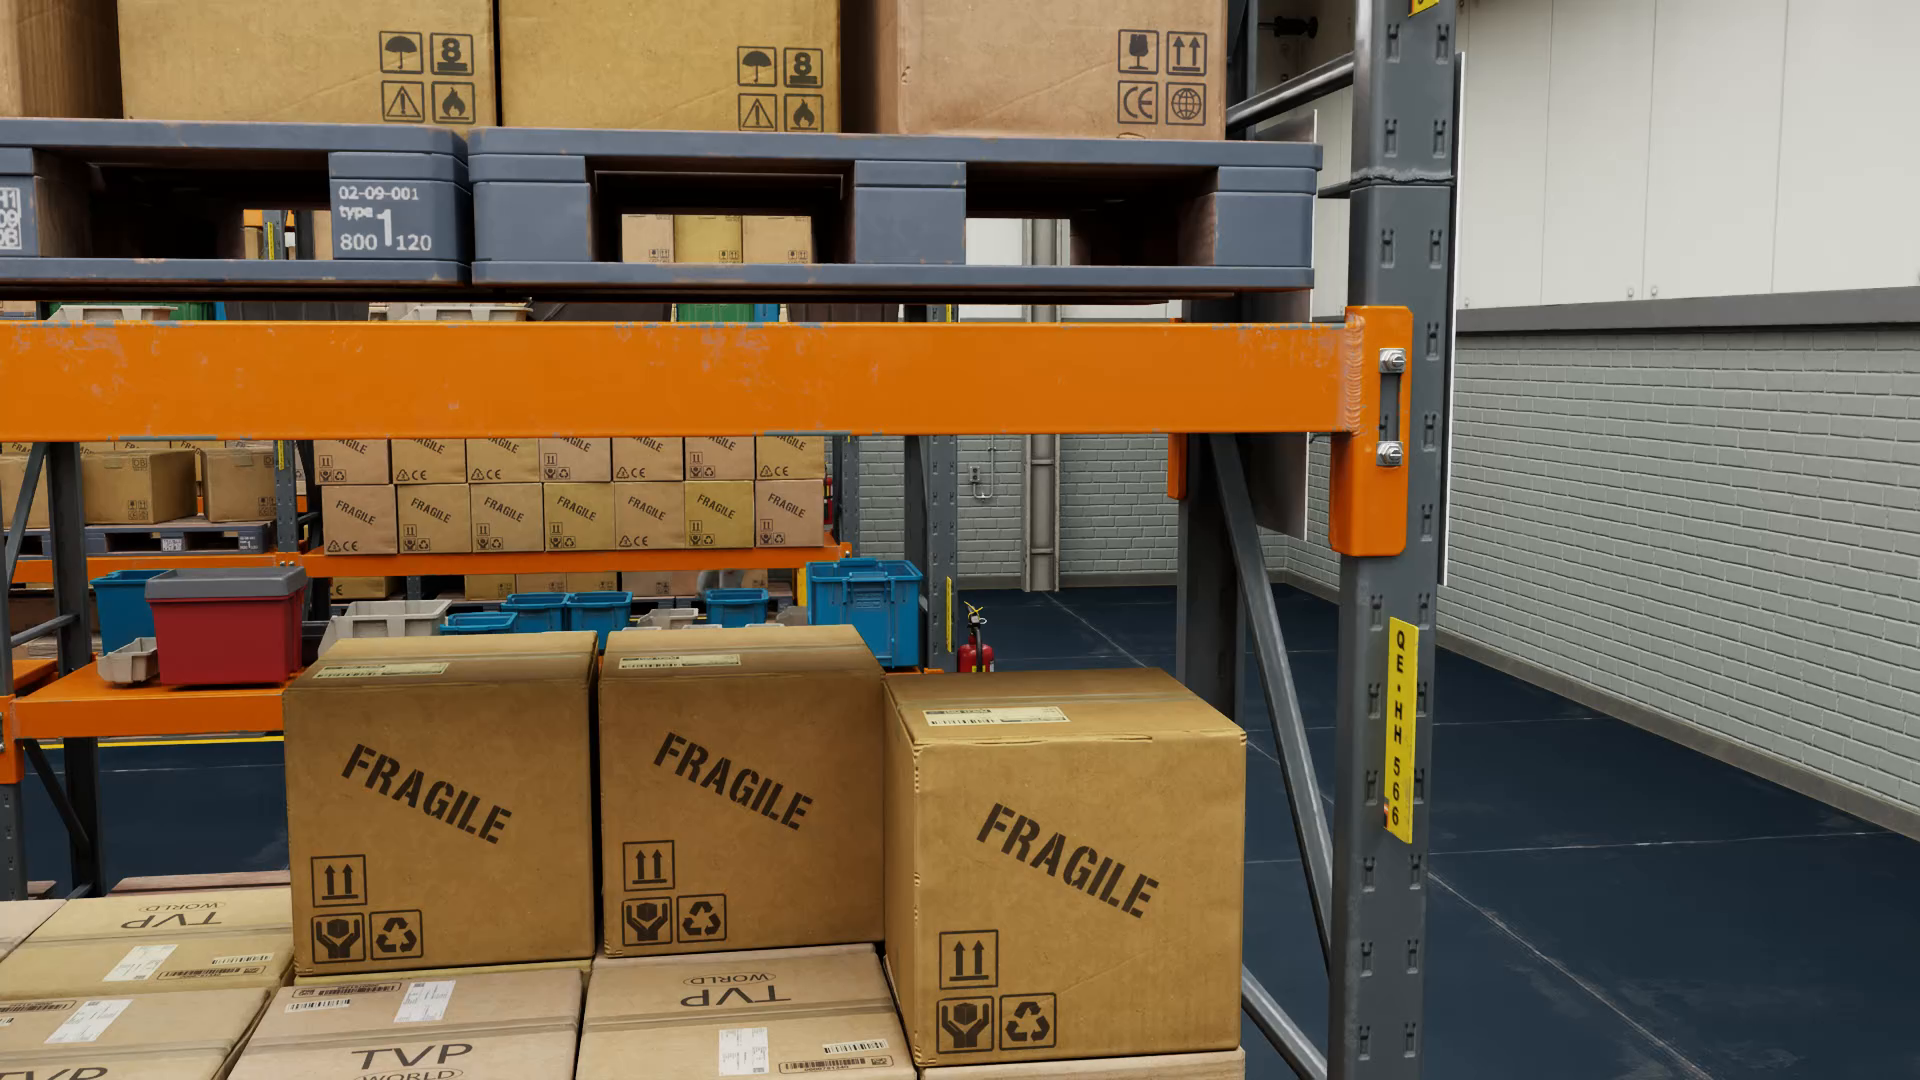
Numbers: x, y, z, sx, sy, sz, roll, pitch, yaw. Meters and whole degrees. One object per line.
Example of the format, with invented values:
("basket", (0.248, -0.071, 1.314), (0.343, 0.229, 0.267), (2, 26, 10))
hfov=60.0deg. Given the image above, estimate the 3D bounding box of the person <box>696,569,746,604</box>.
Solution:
("person", (-2.163, 0.147, 15.410), (0.453, 1.667, 0.479), (-5, 8, -37))
